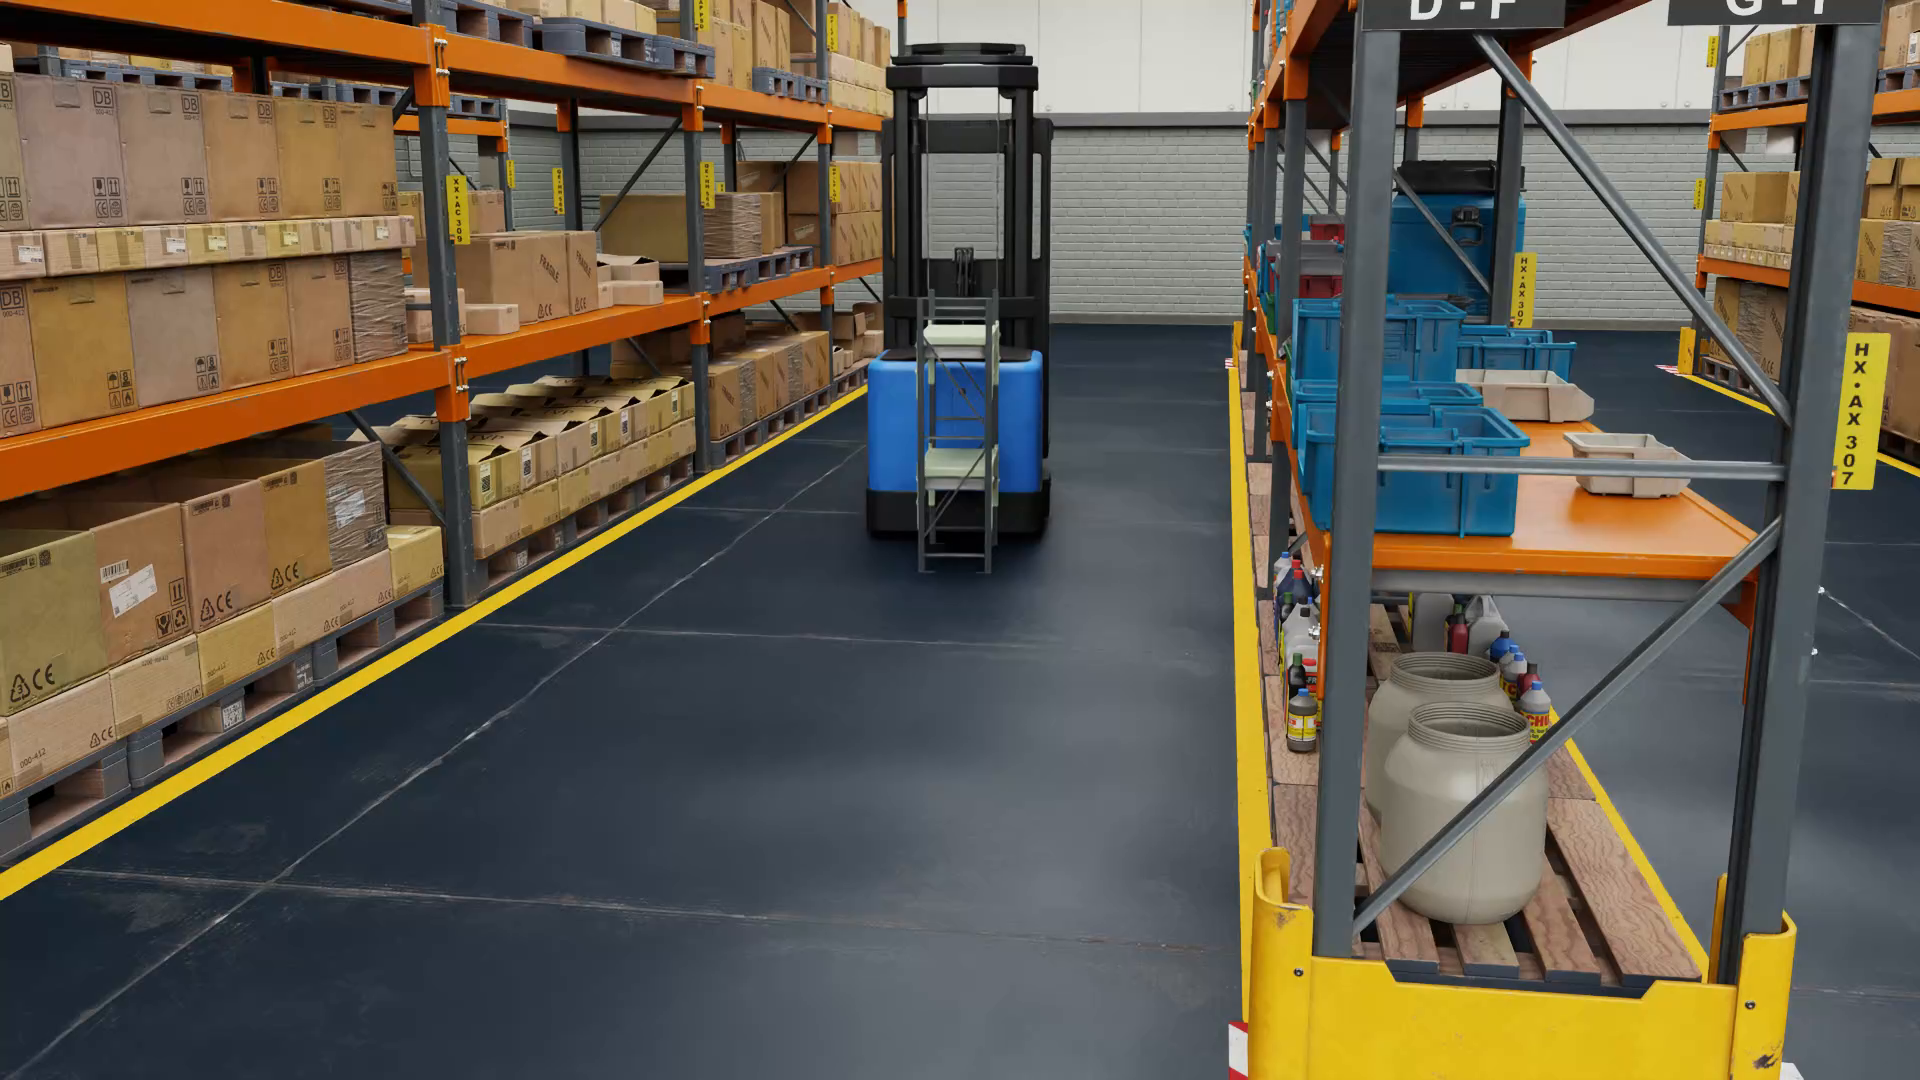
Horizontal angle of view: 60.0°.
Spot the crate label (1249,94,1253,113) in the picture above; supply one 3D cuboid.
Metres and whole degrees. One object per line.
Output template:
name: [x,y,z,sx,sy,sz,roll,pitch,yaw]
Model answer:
crate label: [3.315,-4.692,17.879,0.408,0.251,0.502,2,12,9]

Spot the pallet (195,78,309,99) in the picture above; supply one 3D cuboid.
pallet: [-6.720,-4.149,15.459,0.805,0.209,1.217,1,12,6]

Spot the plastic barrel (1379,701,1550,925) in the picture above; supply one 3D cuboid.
plastic barrel: [1.342,0.722,4.433,0.421,0.512,0.421,0,12,0]

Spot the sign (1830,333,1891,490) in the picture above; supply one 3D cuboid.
sign: [1.859,-0.266,3.451,0.100,0.325,0.005,2,12,9]

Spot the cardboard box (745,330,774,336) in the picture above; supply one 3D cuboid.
cardboard box: [-2.048,-1.709,15.693,0.500,0.500,0.500,1,12,6]

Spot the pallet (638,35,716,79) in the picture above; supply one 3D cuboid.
pallet: [-2.364,-3.206,11.078,1.213,0.211,1.003,2,12,11]

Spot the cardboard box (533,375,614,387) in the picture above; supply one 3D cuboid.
cardboard box: [-2.718,-1.012,11.768,0.500,0.311,0.500,2,12,11]

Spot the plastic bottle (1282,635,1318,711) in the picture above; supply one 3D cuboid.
plastic bottle: [1.252,0.490,6.021,0.152,0.276,0.135,2,12,7]

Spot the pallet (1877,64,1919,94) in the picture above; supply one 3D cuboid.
pallet: [7.963,-3.667,13.225,0.805,0.209,1.217,1,12,6]

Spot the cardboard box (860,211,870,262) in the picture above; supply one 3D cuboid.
cardboard box: [-1.230,-3.166,17.326,0.500,0.500,0.500,2,12,8]

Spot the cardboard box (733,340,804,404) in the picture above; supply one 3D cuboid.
cardboard box: [-1.687,-1.483,14.644,0.500,0.500,0.500,2,12,9]

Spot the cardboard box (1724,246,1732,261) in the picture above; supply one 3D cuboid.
cardboard box: [8.174,-2.973,17.263,0.380,0.149,0.250,2,12,8]

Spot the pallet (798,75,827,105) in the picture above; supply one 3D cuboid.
pallet: [-1.902,-4.050,14.991,1.213,0.211,1.003,2,12,9]

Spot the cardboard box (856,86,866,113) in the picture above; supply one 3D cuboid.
cardboard box: [-1.254,-4.503,17.004,0.500,0.250,0.500,2,12,9]

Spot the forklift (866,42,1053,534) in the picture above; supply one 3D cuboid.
forklift: [0.058,-1.729,11.058,1.130,2.935,3.031,1,12,4]

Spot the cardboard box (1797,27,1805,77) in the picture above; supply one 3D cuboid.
cardboard box: [8.424,-4.637,15.800,0.700,0.500,0.500,2,12,11]

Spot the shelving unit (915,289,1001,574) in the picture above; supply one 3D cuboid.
shelving unit: [-0.004,-0.626,9.339,0.431,1.500,0.755,1,12,4]

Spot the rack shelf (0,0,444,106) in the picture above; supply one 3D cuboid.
rack shelf: [-3.270,-1.842,6.007,1.077,0.370,4.000,2,12,9]

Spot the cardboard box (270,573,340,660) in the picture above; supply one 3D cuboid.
cardboard box: [-2.967,0.307,6.978,0.500,0.250,0.500,2,12,9]

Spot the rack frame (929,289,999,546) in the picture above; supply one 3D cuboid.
rack frame: [0.021,-0.703,9.696,0.400,1.500,0.023,1,12,4]

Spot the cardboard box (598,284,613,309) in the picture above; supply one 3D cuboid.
cardboard box: [-2.488,-1.586,10.829,0.380,0.149,0.250,3,12,13]

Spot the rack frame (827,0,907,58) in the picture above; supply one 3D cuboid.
rack frame: [-1.117,-6.574,19.139,1.000,3.000,0.127,2,12,9]

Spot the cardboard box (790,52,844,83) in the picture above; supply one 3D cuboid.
cardboard box: [-1.412,-4.539,15.986,0.500,0.250,0.500,2,12,9]

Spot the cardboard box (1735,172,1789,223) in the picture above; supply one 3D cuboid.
cardboard box: [8.179,-3.455,16.776,0.500,0.500,0.500,2,12,7]

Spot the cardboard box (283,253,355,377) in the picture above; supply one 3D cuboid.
cardboard box: [-3.100,-0.990,7.229,0.700,0.500,0.500,2,12,8]

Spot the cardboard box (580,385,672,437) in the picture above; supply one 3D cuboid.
cardboard box: [-2.258,-0.886,11.184,0.500,0.311,0.500,2,12,8]

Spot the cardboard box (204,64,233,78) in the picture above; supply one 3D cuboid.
cardboard box: [-6.893,-4.401,14.894,0.700,0.500,0.500,2,12,8]

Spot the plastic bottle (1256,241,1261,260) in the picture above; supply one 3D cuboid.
plastic bottle: [2.684,-2.528,14.881,0.061,0.283,0.133,2,12,9]

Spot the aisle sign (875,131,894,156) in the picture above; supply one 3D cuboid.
aisle sign: [-0.804,-4.917,19.517,0.394,0.787,0.004,2,12,9]

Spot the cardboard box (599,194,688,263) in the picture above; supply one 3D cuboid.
cardboard box: [-2.362,-2.365,12.614,0.700,0.500,0.500,-2,12,-10]

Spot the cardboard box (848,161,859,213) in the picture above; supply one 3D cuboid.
cardboard box: [-1.303,-3.543,16.702,0.500,0.500,0.500,1,12,7]

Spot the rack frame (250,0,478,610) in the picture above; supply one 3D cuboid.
rack frame: [-2.963,-1.144,8.180,1.000,3.000,0.127,2,12,9]

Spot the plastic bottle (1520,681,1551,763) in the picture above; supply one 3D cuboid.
plastic bottle: [1.903,0.602,5.513,0.097,0.271,0.097,0,12,0]

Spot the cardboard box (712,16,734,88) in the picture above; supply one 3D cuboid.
cardboard box: [-2.235,-3.689,12.636,0.910,0.500,0.500,2,12,9]

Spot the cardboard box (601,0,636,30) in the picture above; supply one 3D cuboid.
cardboard box: [-2.425,-3.369,10.743,0.500,0.250,0.500,2,12,10]

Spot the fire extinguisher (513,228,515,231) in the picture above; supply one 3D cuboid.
fire extinguisher: [-5.533,-3.598,20.636,0.296,0.674,0.183,2,12,9]

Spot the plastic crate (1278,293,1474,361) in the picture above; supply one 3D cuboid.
plastic crate: [1.725,-0.847,6.951,0.767,0.338,0.504,2,12,9]

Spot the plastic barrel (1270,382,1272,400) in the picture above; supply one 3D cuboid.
plastic barrel: [2.952,-1.567,14.129,0.600,0.901,0.708,2,12,9]

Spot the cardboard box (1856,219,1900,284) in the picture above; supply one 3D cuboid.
cardboard box: [7.661,-2.344,13.511,0.500,0.500,0.500,2,12,9]

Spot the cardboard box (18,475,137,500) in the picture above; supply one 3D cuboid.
cardboard box: [-3.572,0.027,6.496,0.500,0.500,0.500,2,12,9]

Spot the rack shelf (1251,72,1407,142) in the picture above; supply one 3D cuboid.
rack shelf: [2.854,-3.346,12.987,1.077,0.370,4.000,2,12,9]

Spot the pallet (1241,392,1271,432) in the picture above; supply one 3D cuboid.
pallet: [3.002,-1.125,14.713,1.003,0.211,1.213,2,12,9]

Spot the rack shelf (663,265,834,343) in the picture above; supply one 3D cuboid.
rack shelf: [-2.040,-2.041,14.051,1.077,0.370,4.000,2,12,9]

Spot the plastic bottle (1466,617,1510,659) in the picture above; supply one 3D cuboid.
plastic bottle: [2.009,0.418,6.353,0.152,0.276,0.135,2,12,10]

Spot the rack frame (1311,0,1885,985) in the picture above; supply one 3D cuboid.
rack frame: [1.316,-0.150,3.568,1.000,3.000,0.127,2,12,9]

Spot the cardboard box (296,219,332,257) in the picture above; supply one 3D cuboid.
cardboard box: [-2.910,-1.285,7.060,0.380,0.149,0.250,2,12,9]

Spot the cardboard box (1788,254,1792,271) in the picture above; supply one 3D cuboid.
cardboard box: [7.858,-2.545,15.281,0.380,0.149,0.250,2,12,8]

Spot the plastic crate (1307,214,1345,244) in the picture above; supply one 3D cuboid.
plastic crate: [3.547,-2.886,15.970,0.402,0.464,0.583,2,12,9]

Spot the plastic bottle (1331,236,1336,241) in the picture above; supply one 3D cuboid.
plastic bottle: [3.201,-2.426,14.248,0.144,0.351,0.185,2,12,9]

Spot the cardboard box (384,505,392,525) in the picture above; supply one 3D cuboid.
cardboard box: [-3.185,-0.100,8.869,0.500,0.250,0.500,2,12,8]

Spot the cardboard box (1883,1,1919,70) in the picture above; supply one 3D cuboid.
cardboard box: [7.976,-4.087,13.481,0.700,0.500,0.500,2,12,10]

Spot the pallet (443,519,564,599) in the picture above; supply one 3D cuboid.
pallet: [-2.888,0.065,9.191,1.003,0.211,1.213,2,12,9]

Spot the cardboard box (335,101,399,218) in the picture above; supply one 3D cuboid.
cardboard box: [-3.025,-1.734,7.603,0.700,0.500,0.500,2,12,9]

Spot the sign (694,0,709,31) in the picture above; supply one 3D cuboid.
sign: [-1.800,-3.714,11.573,0.100,0.325,0.005,2,12,9]

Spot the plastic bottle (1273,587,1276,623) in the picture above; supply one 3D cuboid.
plastic bottle: [1.418,0.265,7.241,0.097,0.201,0.097,0,12,0]

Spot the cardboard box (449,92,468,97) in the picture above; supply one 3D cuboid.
cardboard box: [-5.942,-5.179,18.907,0.500,0.250,0.500,1,12,7]
